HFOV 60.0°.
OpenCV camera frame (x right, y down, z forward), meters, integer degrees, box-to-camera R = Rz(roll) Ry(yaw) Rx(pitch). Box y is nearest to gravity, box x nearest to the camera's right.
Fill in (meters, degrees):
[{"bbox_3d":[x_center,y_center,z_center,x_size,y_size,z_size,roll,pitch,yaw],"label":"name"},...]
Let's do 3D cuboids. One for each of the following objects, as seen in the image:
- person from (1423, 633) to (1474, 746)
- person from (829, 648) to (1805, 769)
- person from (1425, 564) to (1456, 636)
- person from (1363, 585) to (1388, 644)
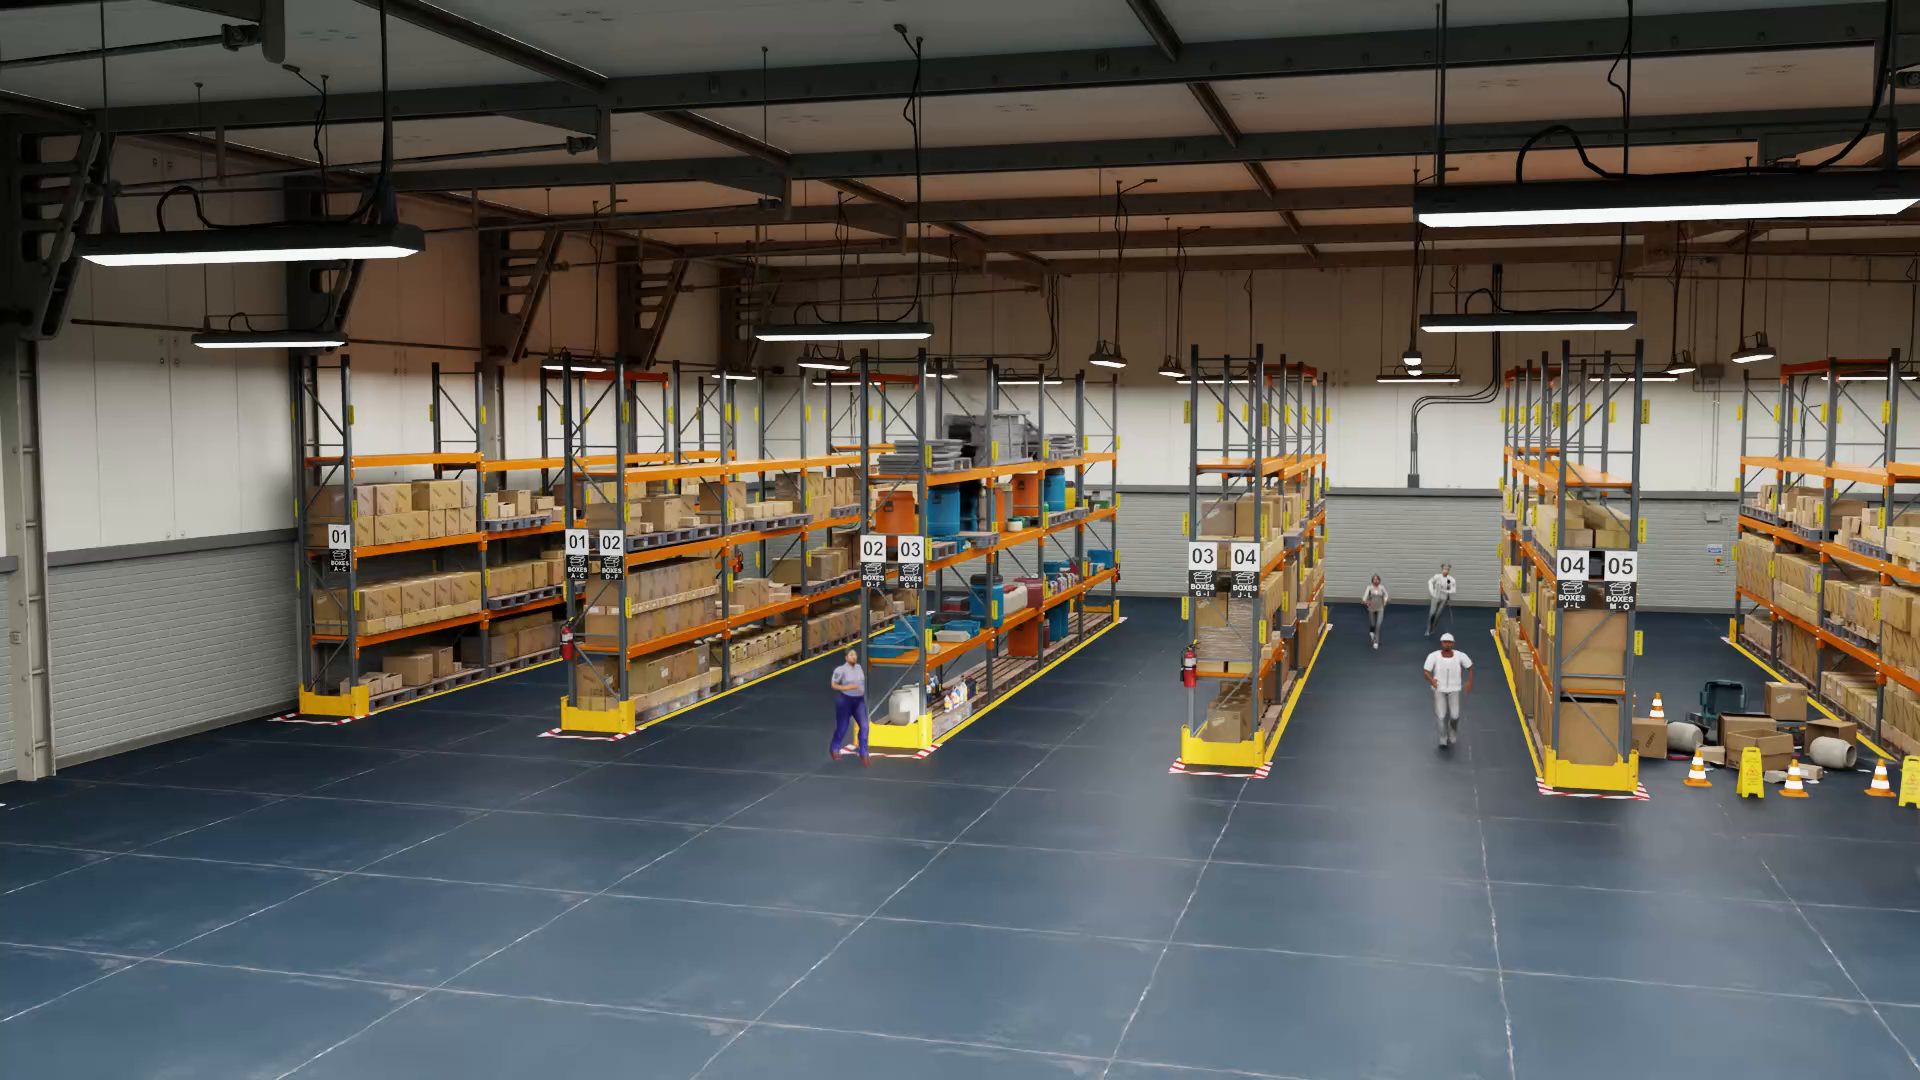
[{"bbox_3d":[7.328,2.260,24.957,0.746,1.724,0.593,1,4,14],"label":"person"},{"bbox_3d":[5.832,2.281,25.261,14.524,1.690,6.594,-3,5,-34],"label":"person"},{"bbox_3d":[1.773,0.442,38.382,18.620,3.455,4.213,1,4,16],"label":"person"},{"bbox_3d":[8.986,1.594,35.973,0.547,1.272,0.610,1,4,10],"label":"person"}]
